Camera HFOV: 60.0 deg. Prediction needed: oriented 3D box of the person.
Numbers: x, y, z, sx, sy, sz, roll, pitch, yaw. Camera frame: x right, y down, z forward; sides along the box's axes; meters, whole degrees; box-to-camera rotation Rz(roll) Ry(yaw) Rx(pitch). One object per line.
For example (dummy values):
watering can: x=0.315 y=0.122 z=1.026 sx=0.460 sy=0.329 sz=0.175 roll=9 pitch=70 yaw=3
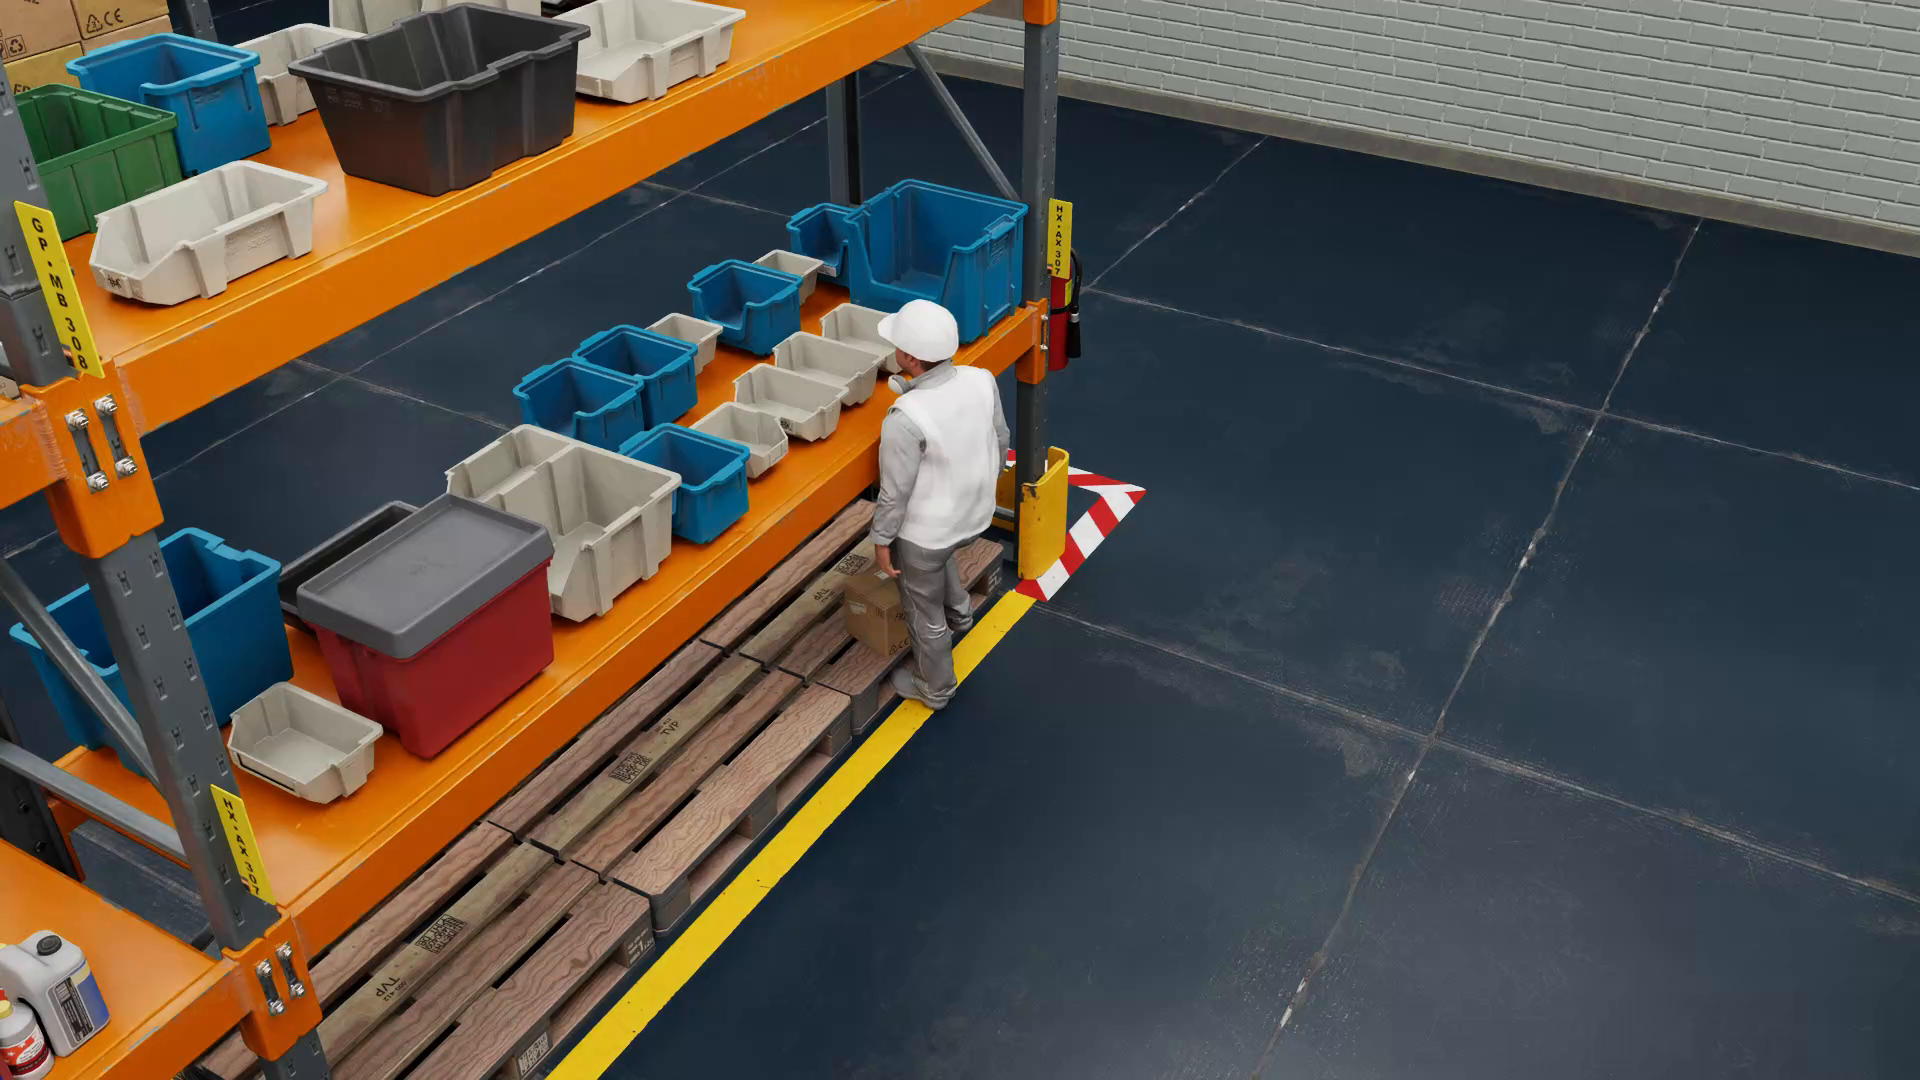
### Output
person: x=-0.149 y=-0.133 z=6.298 sx=0.637 sy=1.778 sz=0.609 roll=-27 pitch=43 yaw=-34
